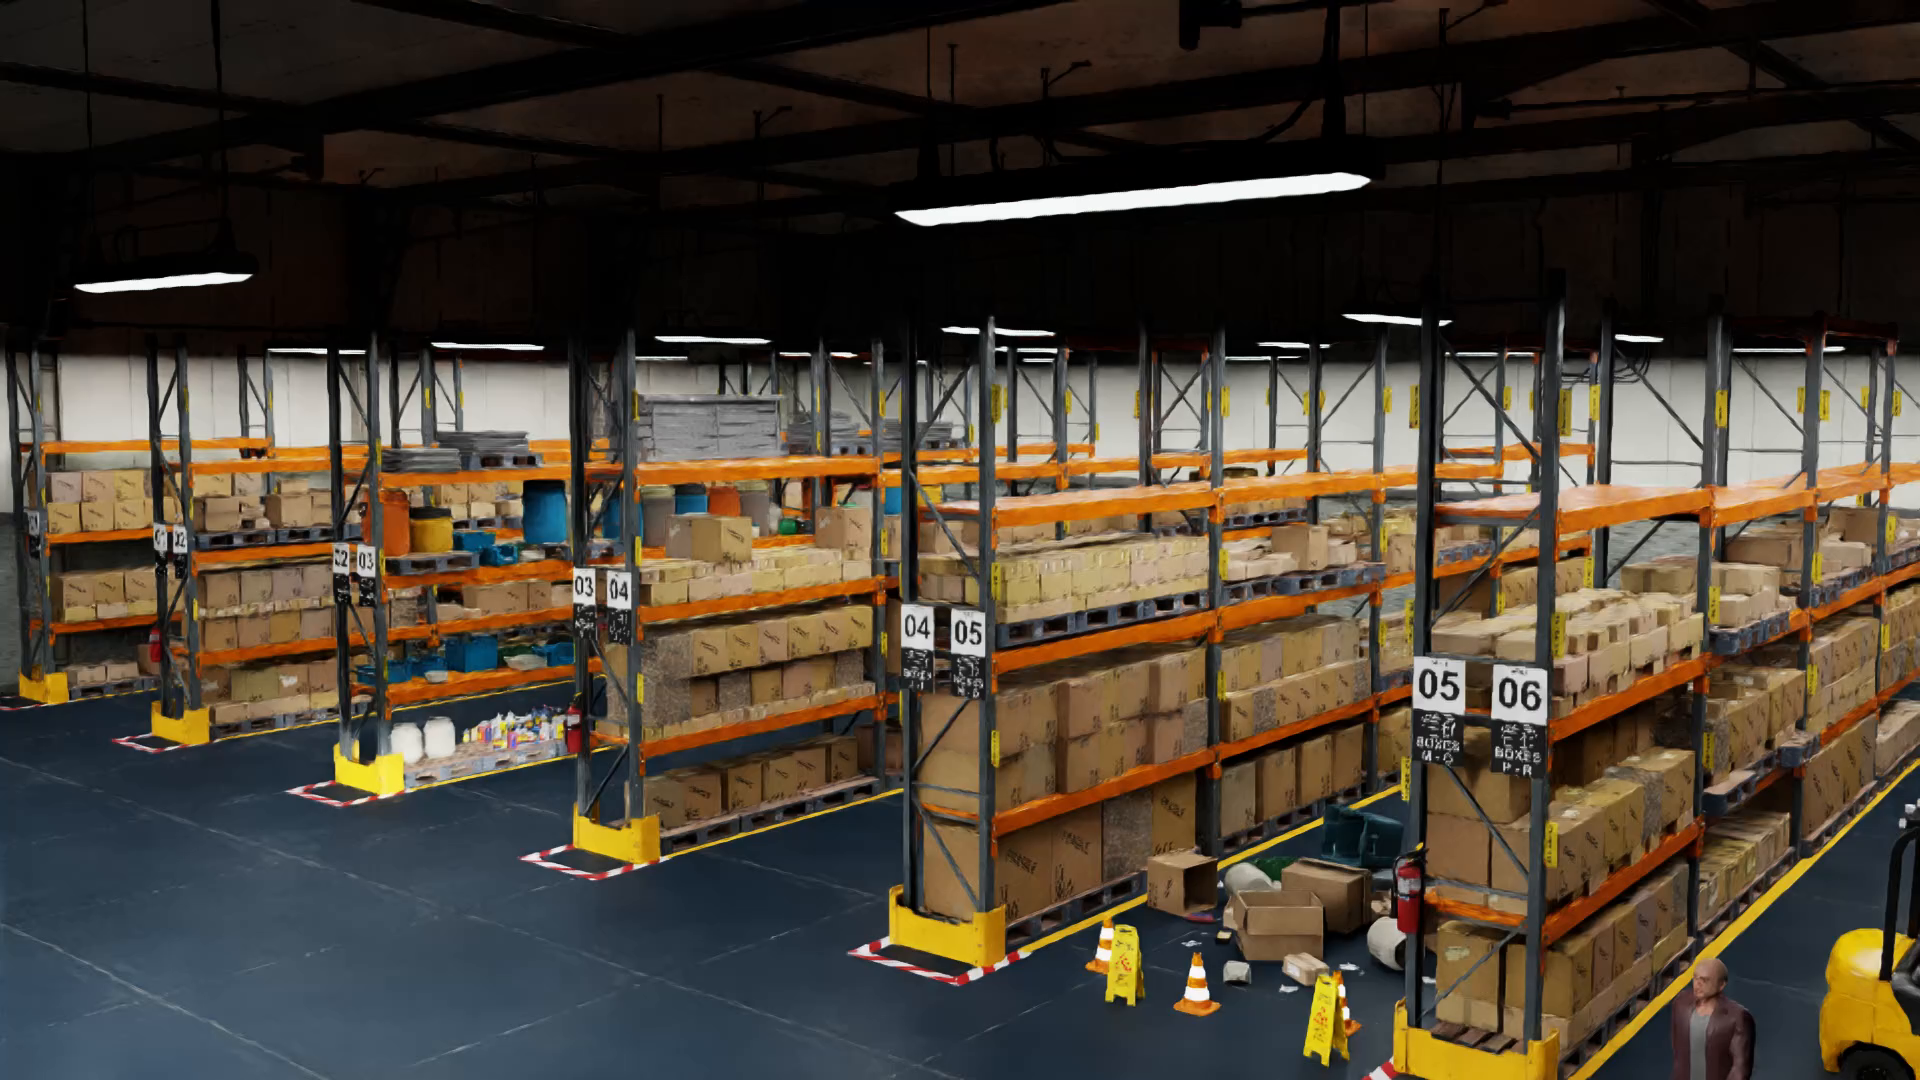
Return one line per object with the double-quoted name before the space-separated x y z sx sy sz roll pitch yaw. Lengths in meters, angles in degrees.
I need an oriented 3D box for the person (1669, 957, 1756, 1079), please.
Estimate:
"person" 4.546 3.507 10.152 1.089 1.463 0.575 -5 7 -41
